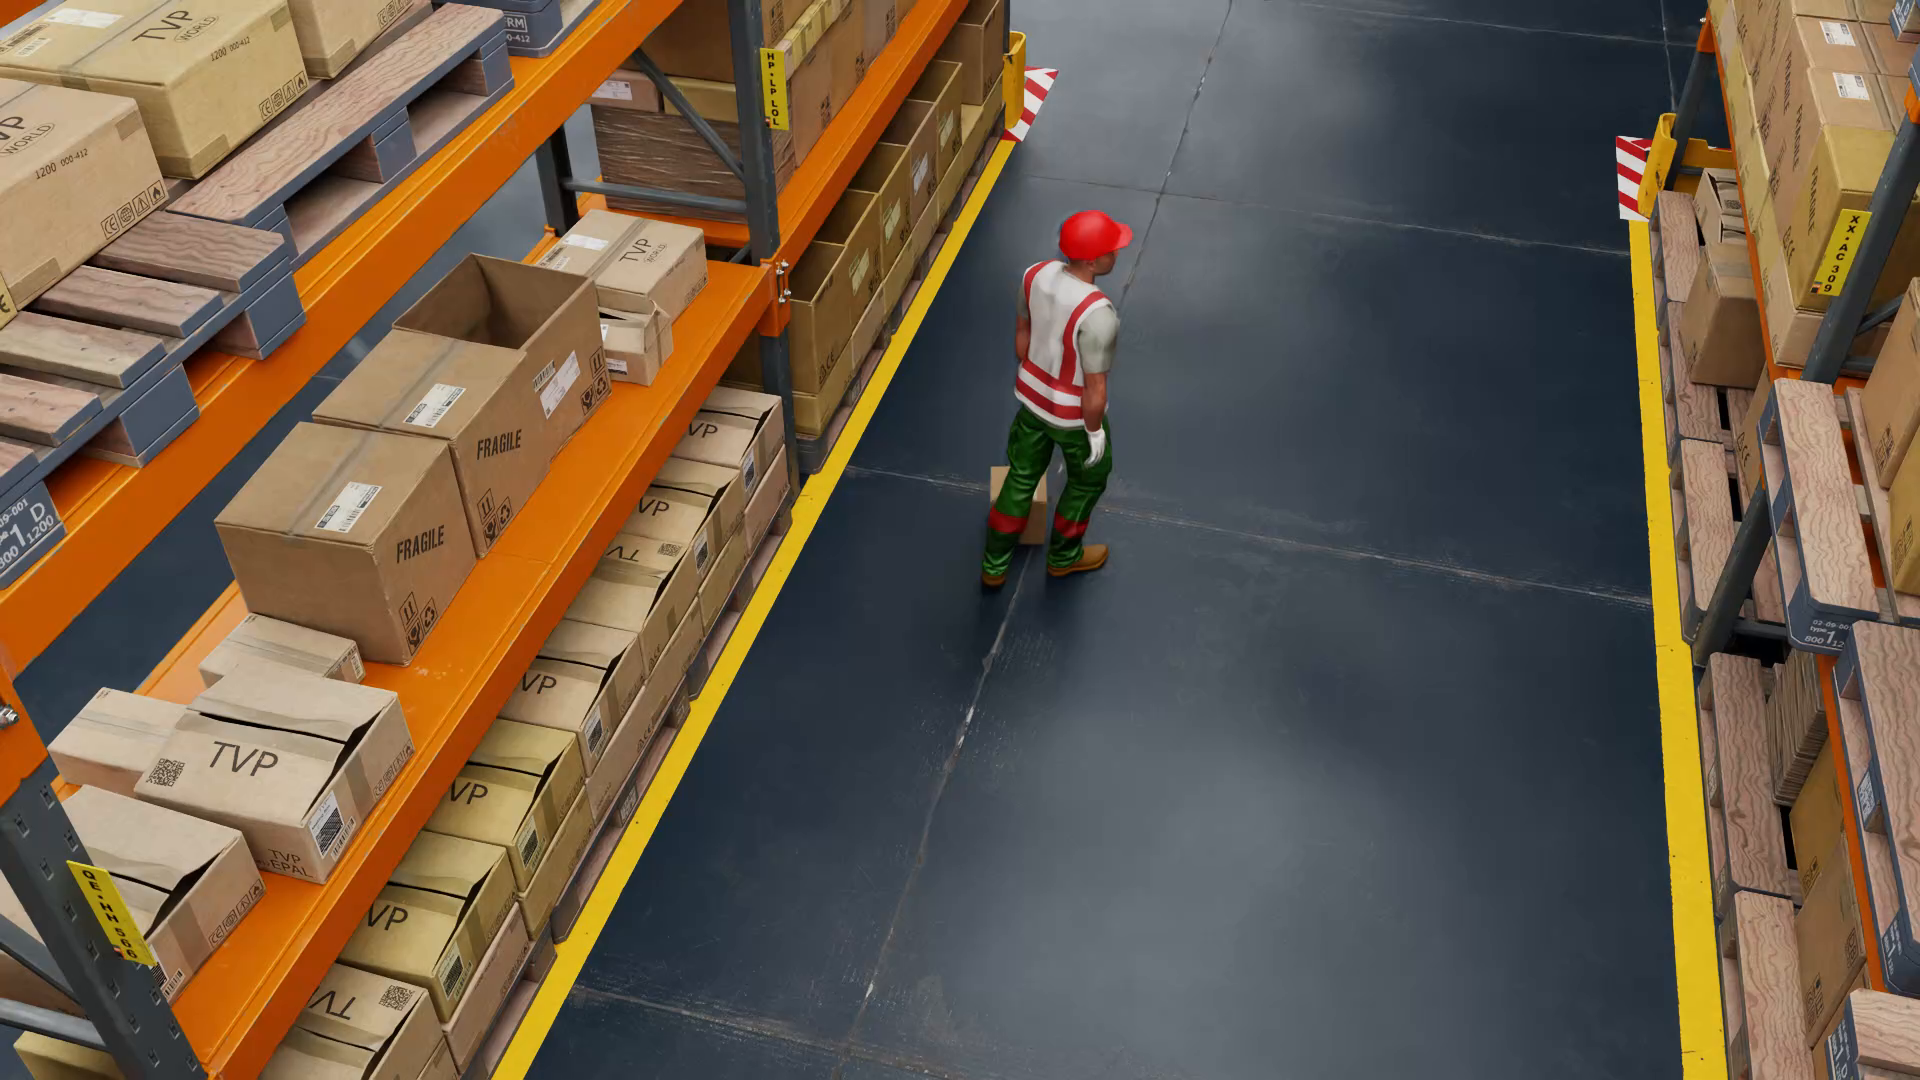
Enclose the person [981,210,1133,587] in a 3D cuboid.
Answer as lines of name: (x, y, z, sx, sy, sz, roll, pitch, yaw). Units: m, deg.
person: (0.377, -0.534, 6.766, 0.577, 1.776, 0.567, -28, 48, -29)
